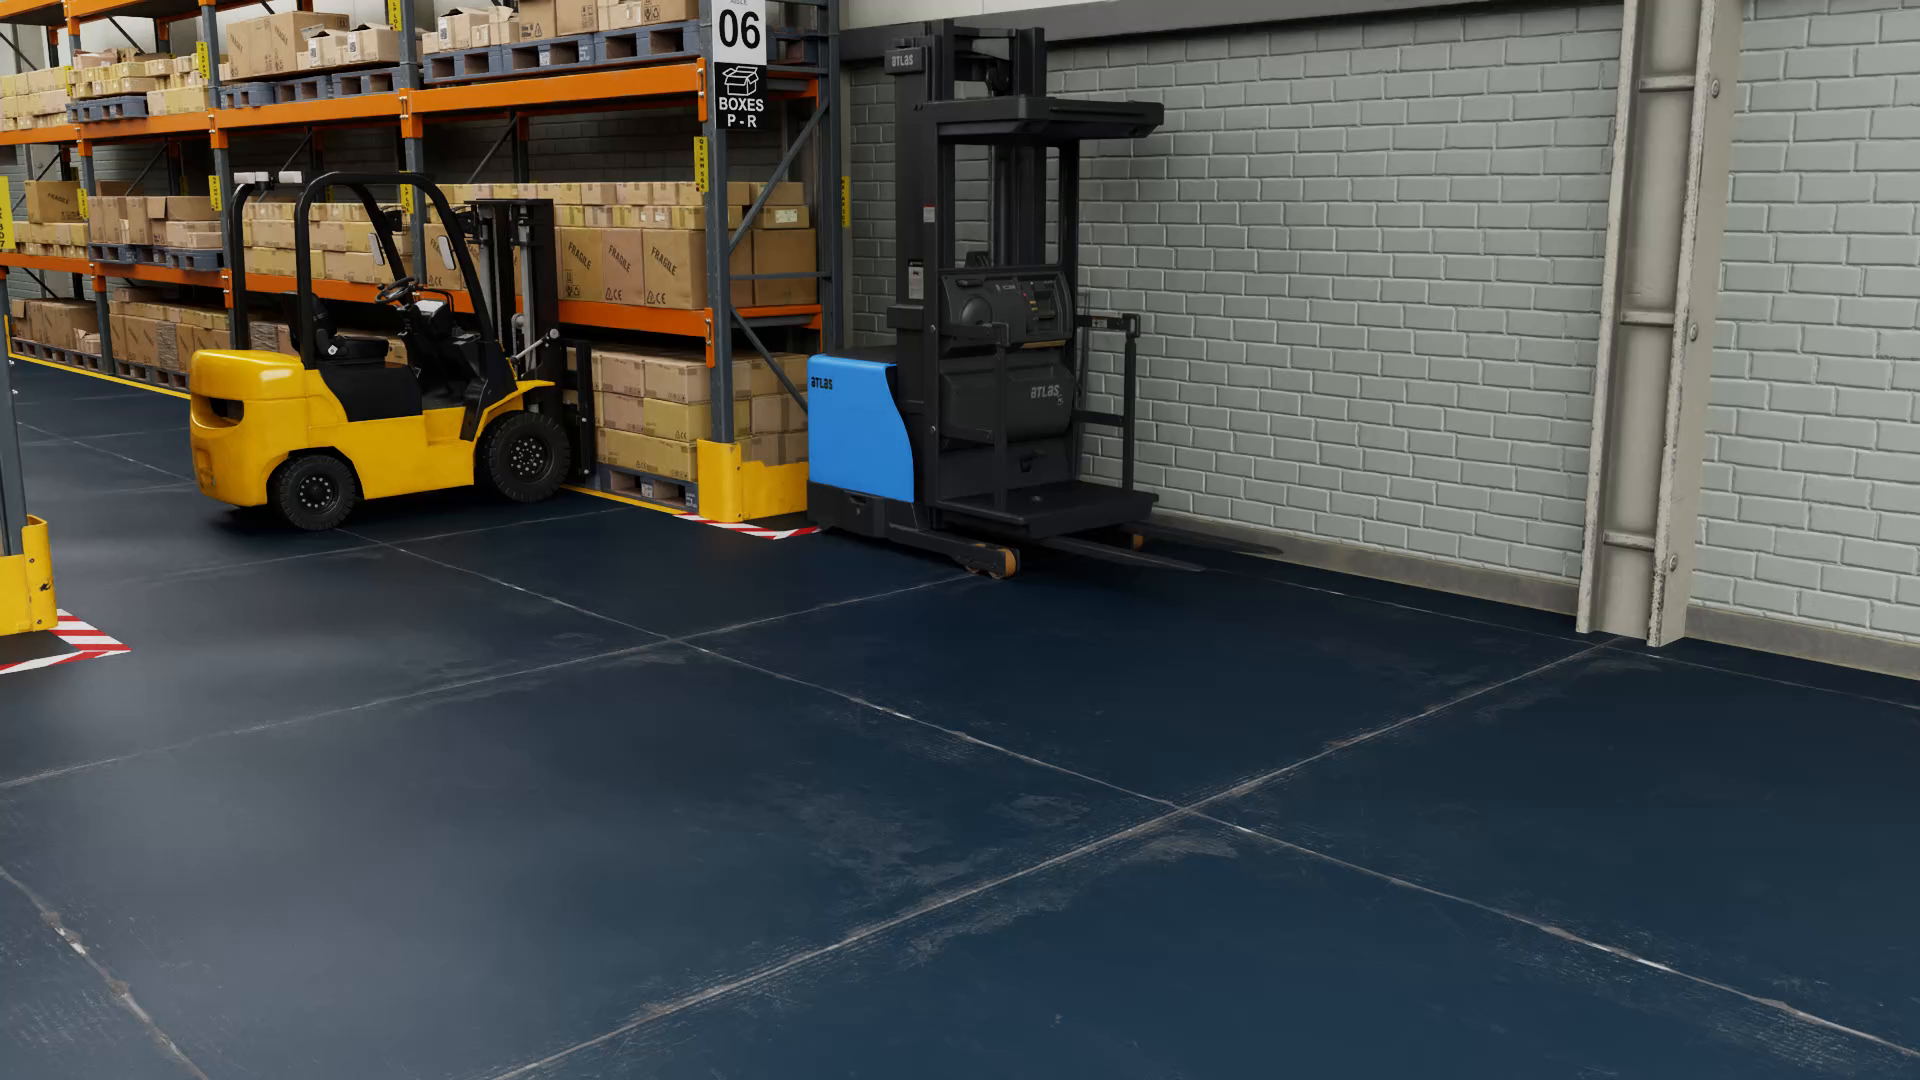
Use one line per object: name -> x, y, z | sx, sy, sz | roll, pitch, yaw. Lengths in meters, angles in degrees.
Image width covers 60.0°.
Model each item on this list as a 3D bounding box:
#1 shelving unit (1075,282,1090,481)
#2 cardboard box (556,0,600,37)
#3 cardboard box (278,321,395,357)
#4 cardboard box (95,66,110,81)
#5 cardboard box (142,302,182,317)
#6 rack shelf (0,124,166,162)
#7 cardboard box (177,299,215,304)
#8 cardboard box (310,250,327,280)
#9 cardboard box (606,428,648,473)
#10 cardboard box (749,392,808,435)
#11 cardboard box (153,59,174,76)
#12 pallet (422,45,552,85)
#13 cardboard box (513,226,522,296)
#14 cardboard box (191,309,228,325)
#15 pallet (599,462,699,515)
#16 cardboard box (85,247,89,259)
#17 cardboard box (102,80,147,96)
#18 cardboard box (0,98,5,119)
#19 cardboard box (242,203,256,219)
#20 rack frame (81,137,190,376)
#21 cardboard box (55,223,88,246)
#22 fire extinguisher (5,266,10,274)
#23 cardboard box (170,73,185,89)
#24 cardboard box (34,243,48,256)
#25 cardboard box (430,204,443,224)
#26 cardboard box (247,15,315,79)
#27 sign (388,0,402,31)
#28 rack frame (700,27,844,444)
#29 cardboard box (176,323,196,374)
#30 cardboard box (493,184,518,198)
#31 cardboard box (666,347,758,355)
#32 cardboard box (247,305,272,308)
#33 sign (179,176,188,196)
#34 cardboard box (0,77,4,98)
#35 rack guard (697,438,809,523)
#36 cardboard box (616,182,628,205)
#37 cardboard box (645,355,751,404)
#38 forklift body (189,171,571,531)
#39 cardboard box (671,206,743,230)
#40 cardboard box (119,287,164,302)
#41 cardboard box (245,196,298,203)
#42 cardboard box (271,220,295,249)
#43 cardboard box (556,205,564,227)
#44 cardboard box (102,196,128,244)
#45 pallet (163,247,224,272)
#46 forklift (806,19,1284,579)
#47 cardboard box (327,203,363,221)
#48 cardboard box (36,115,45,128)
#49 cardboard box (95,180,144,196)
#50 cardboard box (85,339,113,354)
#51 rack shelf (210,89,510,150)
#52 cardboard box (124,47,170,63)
shelving unit -> 0.222, -0.926, 10.439 | 1.083, 1.500, 0.587 | 12, 13, 43
cardboard box -> -2.288, -3.648, 11.214 | 0.700, 0.500, 0.500 | -11, 16, -42
cardboard box -> -5.818, -1.704, 15.593 | 0.875, 0.625, 0.625 | -10, 15, -41
cardboard box -> -8.992, -4.968, 17.756 | 0.380, 0.149, 0.250 | -11, 16, -43
cardboard box -> -8.772, -2.538, 18.345 | 0.380, 0.149, 0.250 | -11, 16, -44
rack shelf -> -10.840, -4.841, 20.324 | 1.077, 0.370, 4.000 | -11, 16, -43
cardboard box -> -8.636, -2.646, 18.867 | 0.380, 0.149, 0.250 | -11, 16, -42
cardboard box -> -5.505, -2.452, 14.751 | 0.500, 0.250, 0.500 | -10, 15, -41
cardboard box -> -2.061, -0.638, 11.350 | 0.500, 0.250, 0.500 | -11, 16, -43
cardboard box -> -1.346, -0.882, 11.295 | 0.500, 0.250, 0.500 | -11, 16, -42
cardboard box -> -7.868, -4.747, 16.732 | 0.380, 0.149, 0.250 | -11, 16, -44
pallet -> -3.326, -3.570, 12.590 | 1.003, 0.211, 1.213 | -11, 16, -43
cardboard box -> -3.094, -2.065, 12.254 | 0.500, 0.500, 0.500 | -11, 16, -43
cardboard box -> -7.731, -2.309, 17.234 | 0.380, 0.149, 0.250 | -10, 15, -41
pallet -> -1.730, -0.421, 11.432 | 1.003, 0.211, 1.213 | -11, 16, -43
cardboard box -> -9.861, -3.321, 19.218 | 0.380, 0.149, 0.250 | -11, 16, -42
cardboard box -> -8.833, -4.785, 17.605 | 0.380, 0.149, 0.250 | -11, 16, -43
cardboard box -> -11.746, -5.383, 20.808 | 0.500, 0.250, 0.500 | -10, 16, -41
cardboard box -> -6.504, -3.089, 15.615 | 0.380, 0.149, 0.250 | -10, 16, -41
rack frame -> -9.459, -3.432, 19.138 | 1.000, 3.000, 0.127 | -11, 16, -43
cardboard box -> -10.343, -3.616, 19.663 | 0.500, 0.250, 0.500 | -11, 16, -42
fire extinguisher -> -12.657, -3.753, 21.808 | 0.296, 0.674, 0.183 | -11, 16, -43
cardboard box -> -7.646, -4.570, 16.611 | 0.380, 0.149, 0.250 | -11, 16, -43
cardboard box -> -11.142, -3.576, 20.459 | 0.380, 0.149, 0.250 | -10, 16, -41
cardboard box -> -3.904, -2.548, 12.991 | 0.380, 0.149, 0.250 | -11, 16, -43
cardboard box -> -5.951, -4.422, 14.971 | 0.700, 0.500, 0.500 | -11, 16, -44
sign -> -4.320, -4.064, 12.710 | 0.100, 0.325, 0.005 | -11, 16, -43
rack frame -> -1.172, -1.681, 10.637 | 1.000, 3.000, 0.127 | -11, 16, -43
cardboard box -> -7.845, -2.012, 17.399 | 0.500, 0.500, 0.500 | -10, 15, -40
cardboard box -> -3.198, -2.542, 12.222 | 0.380, 0.149, 0.250 | -11, 16, -43
cardboard box -> -1.714, -1.199, 11.591 | 0.500, 0.250, 0.500 | -11, 16, -42
cardboard box -> -7.561, -2.419, 17.765 | 0.380, 0.149, 0.250 | -11, 16, -44
sign -> -9.060, -4.077, 19.399 | 0.100, 0.325, 0.005 | -11, 16, -43
cardboard box -> -11.759, -5.626, 20.746 | 0.500, 0.250, 0.500 | -11, 16, -43
rack guard -> -1.155, -0.453, 10.872 | 1.175, 0.500, 0.348 | -11, 16, -43
cardboard box -> -2.083, -2.329, 11.190 | 0.380, 0.149, 0.250 | -11, 16, -42
cardboard box -> -1.715, -1.053, 10.886 | 0.500, 0.250, 0.500 | -10, 15, -41
forklift body -> -3.801, -1.288, 10.832 | 2.313, 2.155, 1.214 | -11, 16, -43
cardboard box -> -1.614, -2.059, 10.618 | 0.380, 0.149, 0.250 | -11, 16, -42
cardboard box -> -9.189, -2.756, 18.666 | 0.250, 0.149, 0.380 | 11, 16, 42
cardboard box -> -6.939, -3.200, 16.722 | 0.500, 0.500, 0.500 | -10, 15, -40
cardboard box -> -5.873, -2.769, 15.051 | 0.500, 0.250, 0.500 | 11, 16, 44
cardboard box -> -2.624, -2.292, 11.748 | 0.380, 0.149, 0.250 | -11, 16, -43
cardboard box -> -8.929, -3.510, 18.224 | 0.700, 0.500, 0.500 | -11, 16, -42
pallet -> -7.215, -2.844, 16.756 | 1.213, 0.211, 1.003 | -11, 16, -43
forklift -> 0.411, -1.341, 9.157 | 1.130, 2.935, 3.031 | -10, 15, -40
cardboard box -> -5.234, -2.833, 14.372 | 0.380, 0.149, 0.250 | -11, 16, -42
cardboard box -> -10.775, -4.982, 19.847 | 0.380, 0.149, 0.250 | -11, 16, -42
cardboard box -> -10.295, -4.126, 20.282 | 0.500, 0.500, 0.500 | 11, 16, 44
cardboard box -> -10.056, -2.282, 19.579 | 0.250, 0.149, 0.380 | 11, 16, 43
rack shelf -> -5.315, -3.673, 14.657 | 1.077, 0.370, 4.000 | -11, 16, -43
cardboard box -> -8.991, -5.313, 18.401 | 0.396, 0.266, 0.258 | -11, 16, -43
